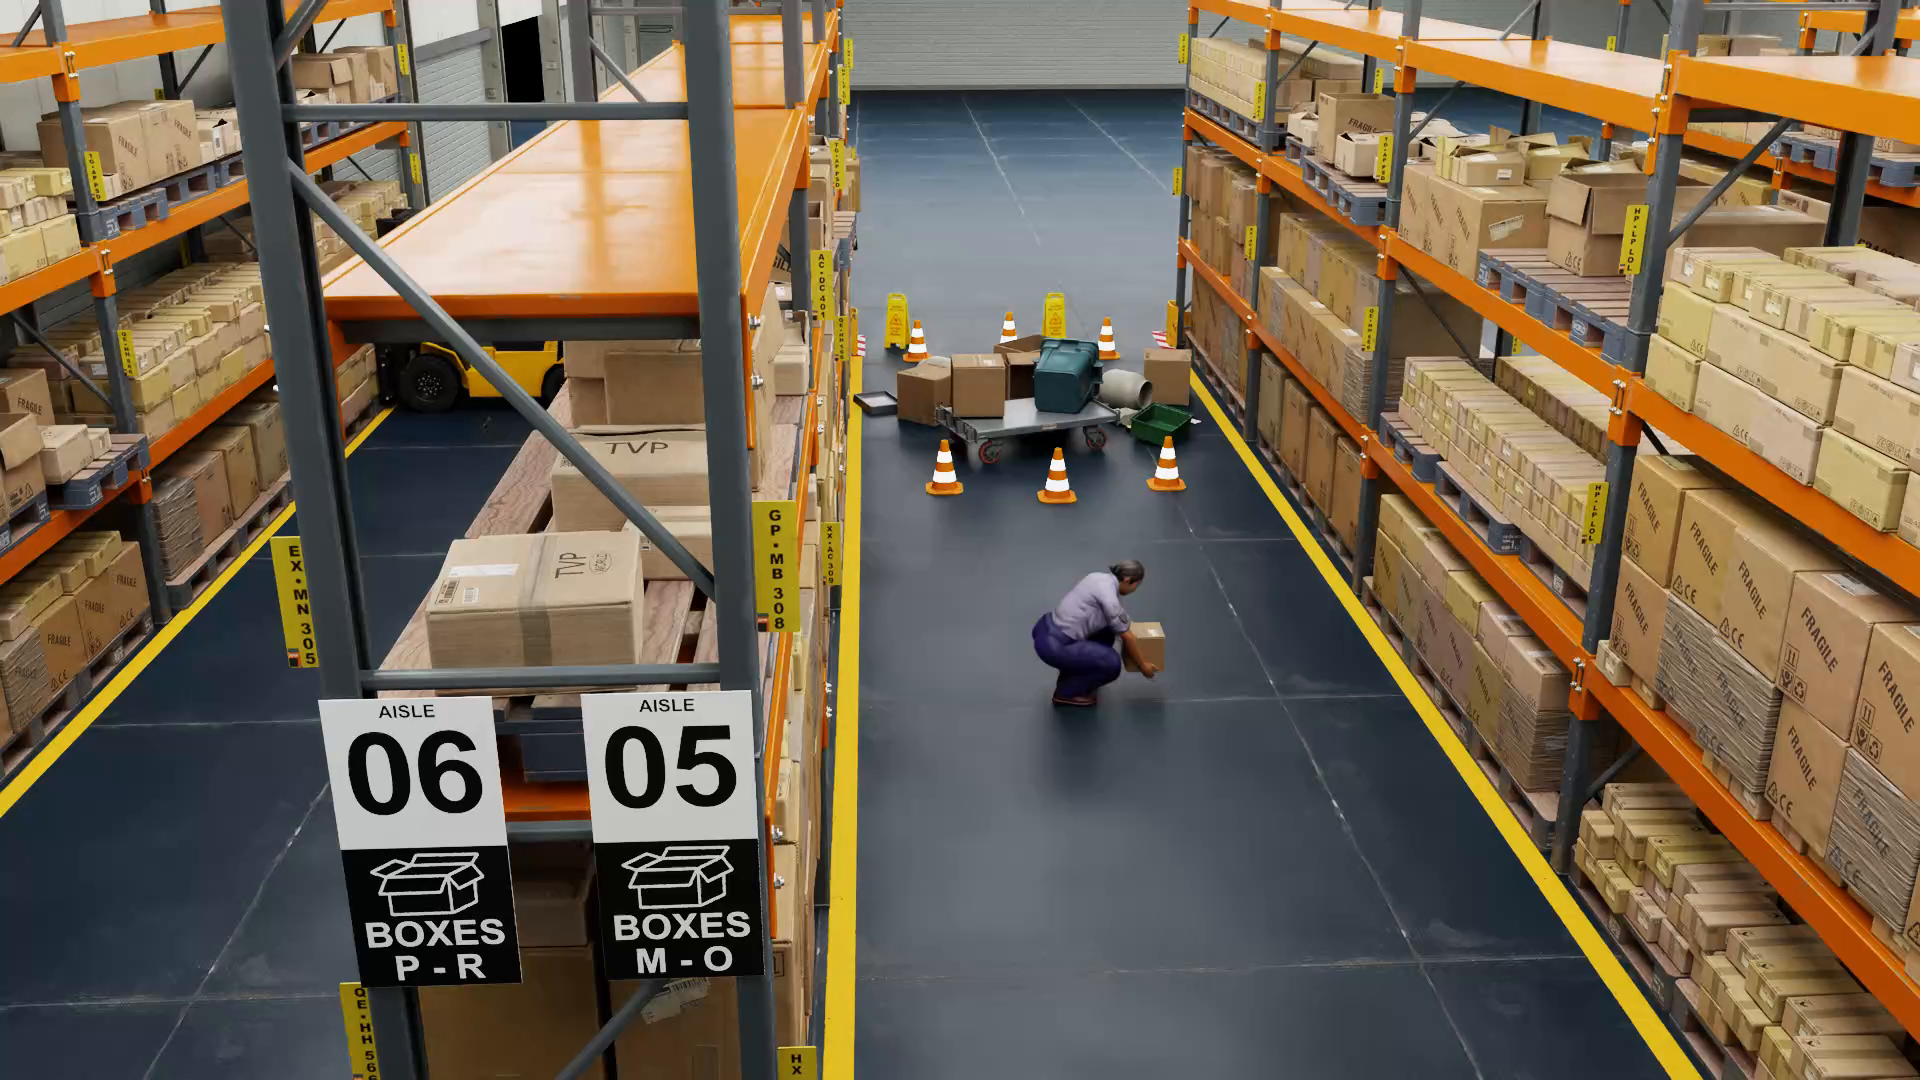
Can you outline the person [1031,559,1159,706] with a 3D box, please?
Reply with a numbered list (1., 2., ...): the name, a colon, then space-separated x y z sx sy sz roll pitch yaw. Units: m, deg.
1. person: 0.895 0.603 11.032 0.837 0.934 0.505 -2 21 -4
